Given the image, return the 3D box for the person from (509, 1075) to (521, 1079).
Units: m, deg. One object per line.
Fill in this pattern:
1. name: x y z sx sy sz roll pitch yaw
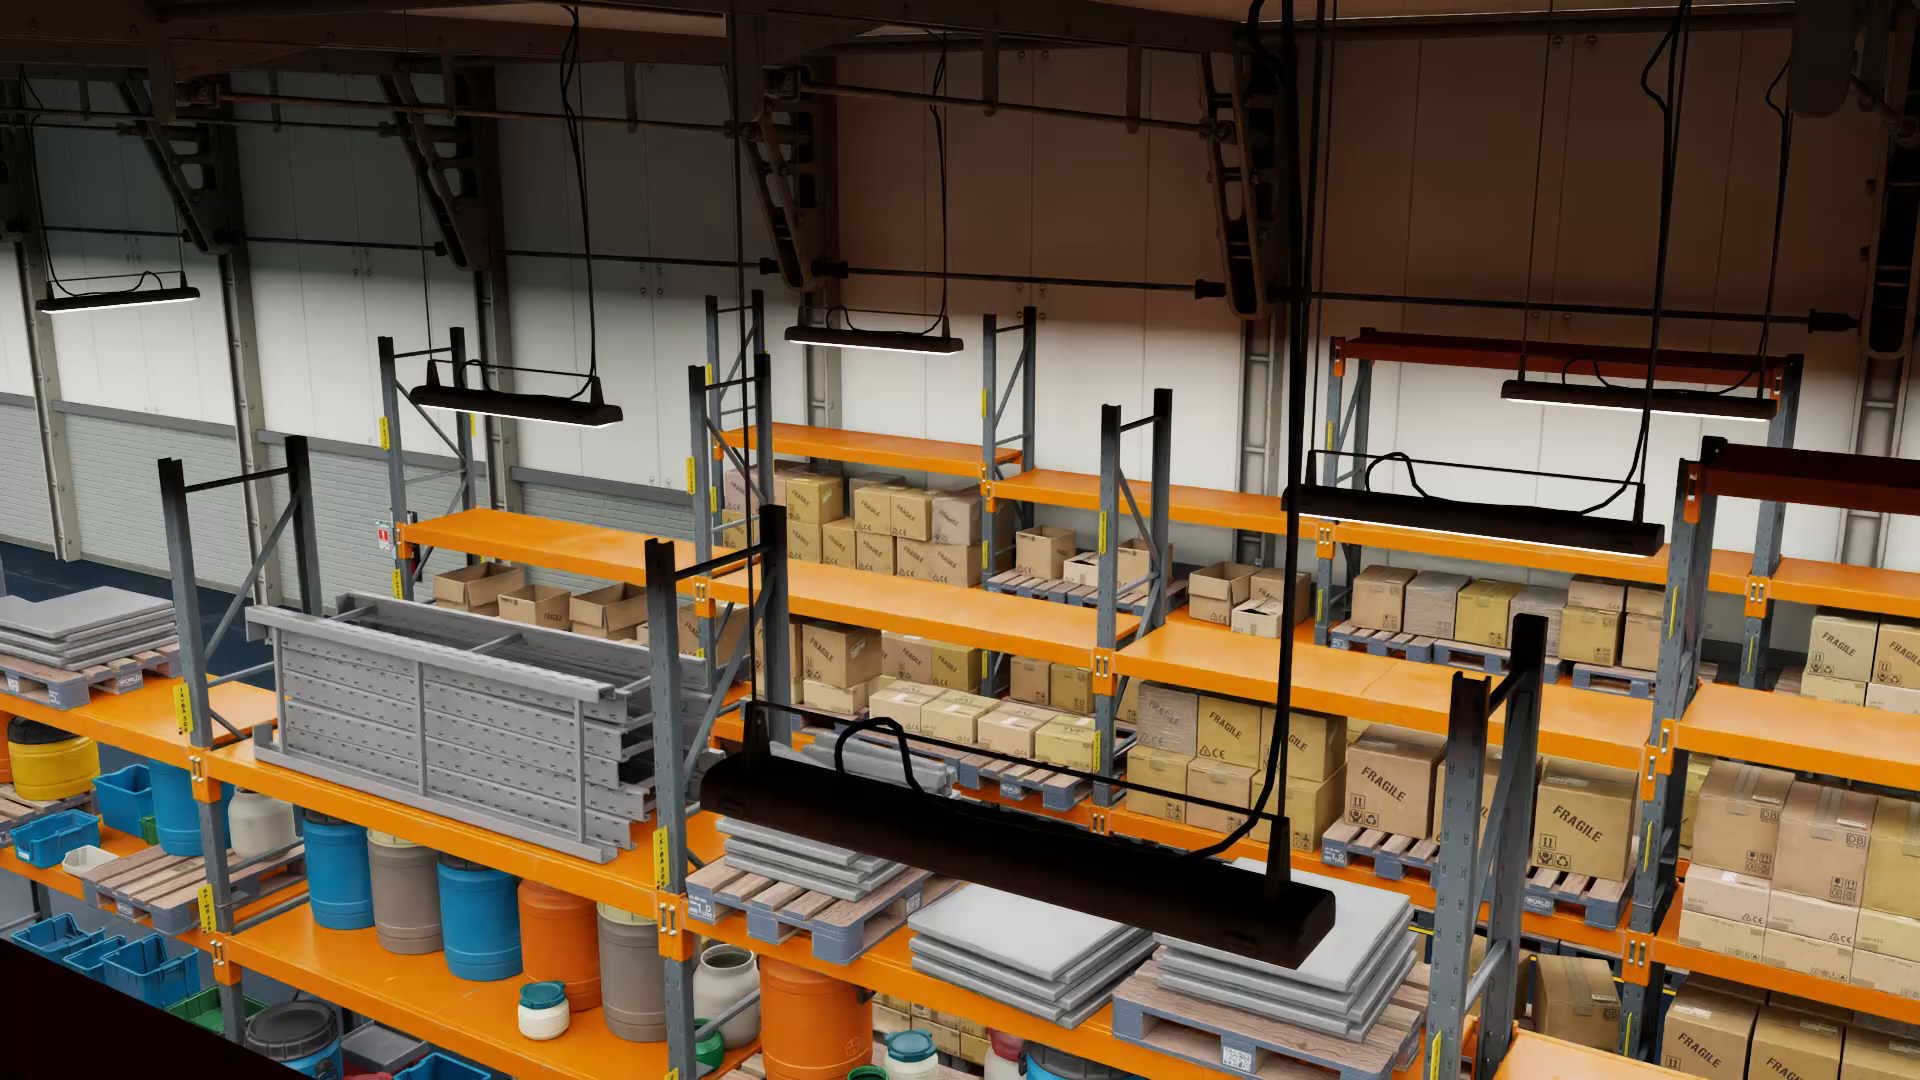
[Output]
1. person: -3.155 4.219 12.498 0.632 1.706 1.007 -12 18 -40
